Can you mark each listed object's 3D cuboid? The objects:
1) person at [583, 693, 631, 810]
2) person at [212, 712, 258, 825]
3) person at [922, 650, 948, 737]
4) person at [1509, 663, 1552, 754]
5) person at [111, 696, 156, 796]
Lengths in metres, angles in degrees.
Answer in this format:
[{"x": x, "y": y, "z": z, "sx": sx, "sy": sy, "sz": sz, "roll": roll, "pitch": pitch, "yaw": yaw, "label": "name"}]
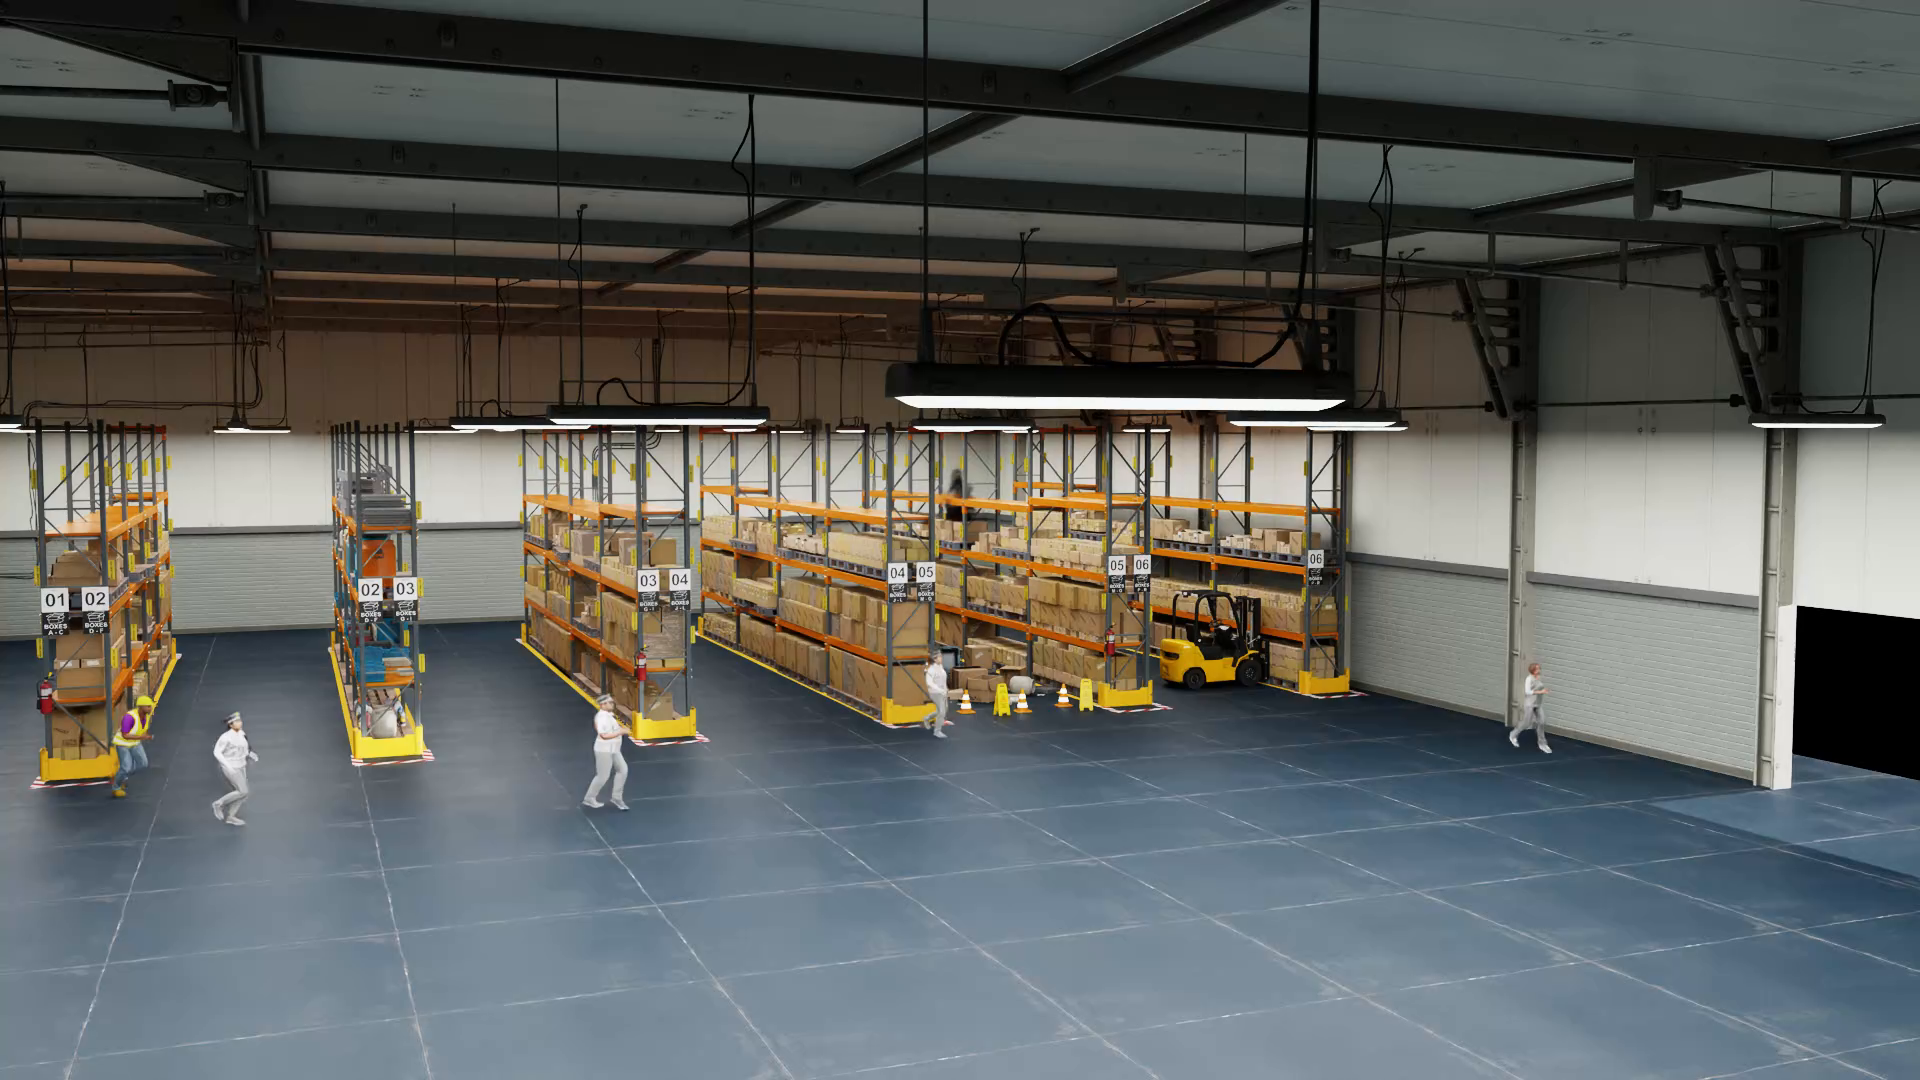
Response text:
[{"x": -5.381, "y": 3.253, "z": 25.402, "sx": 0.755, "sy": 1.845, "sz": 0.640, "roll": 0, "pitch": 4, "yaw": 3, "label": "person"}, {"x": -10.690, "y": 3.363, "z": 24.552, "sx": 0.575, "sy": 1.669, "sz": 0.606, "roll": 0, "pitch": 4, "yaw": 7, "label": "person"}, {"x": -0.466, "y": 2.925, "z": 31.763, "sx": 0.592, "sy": 1.675, "sz": 0.672, "roll": 2, "pitch": 4, "yaw": 23, "label": "person"}, {"x": 10.355, "y": 3.029, "z": 30.137, "sx": 0.558, "sy": 1.585, "sz": 0.837, "roll": -3, "pitch": 4, "yaw": -37, "label": "person"}, {"x": -13.137, "y": 3.268, "z": 26.496, "sx": 0.851, "sy": 1.601, "sz": 0.726, "roll": 1, "pitch": 4, "yaw": 11, "label": "person"}]
